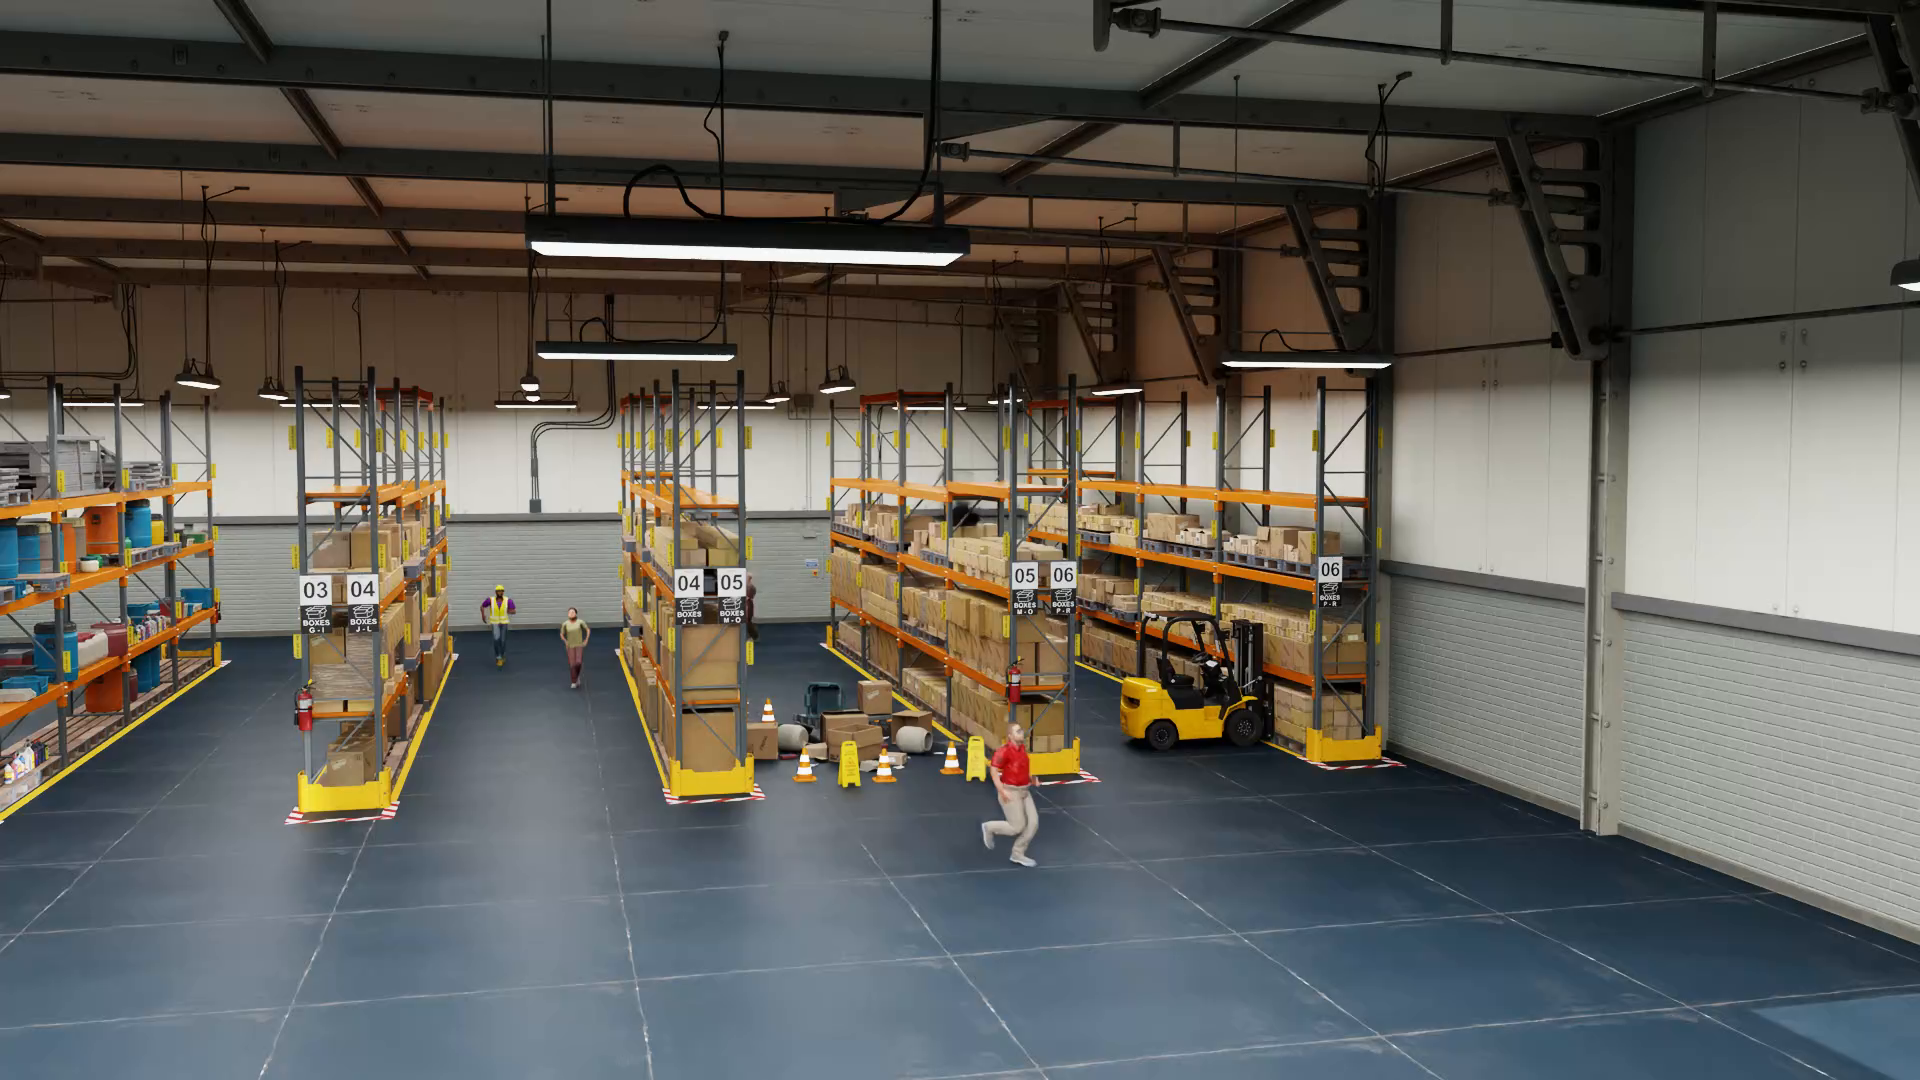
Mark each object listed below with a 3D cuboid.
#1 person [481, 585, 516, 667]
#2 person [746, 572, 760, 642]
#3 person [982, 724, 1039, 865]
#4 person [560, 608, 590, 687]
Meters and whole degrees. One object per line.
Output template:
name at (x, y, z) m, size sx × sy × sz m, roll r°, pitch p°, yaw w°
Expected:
person at (-10.296, 1.905, 37.150) m, size 0.726 × 1.815 × 0.865 m, roll -2°, pitch 4°, yaw -24°
person at (-5.306, 1.663, 41.133) m, size 0.718 × 1.748 × 0.682 m, roll -1°, pitch 4°, yaw -17°
person at (0.612, 3.025, 19.686) m, size 0.633 × 1.612 × 0.667 m, roll 2°, pitch 4°, yaw 35°
person at (-7.801, 2.181, 33.639) m, size 0.590 × 1.628 × 0.537 m, roll -1°, pitch 3°, yaw -8°
